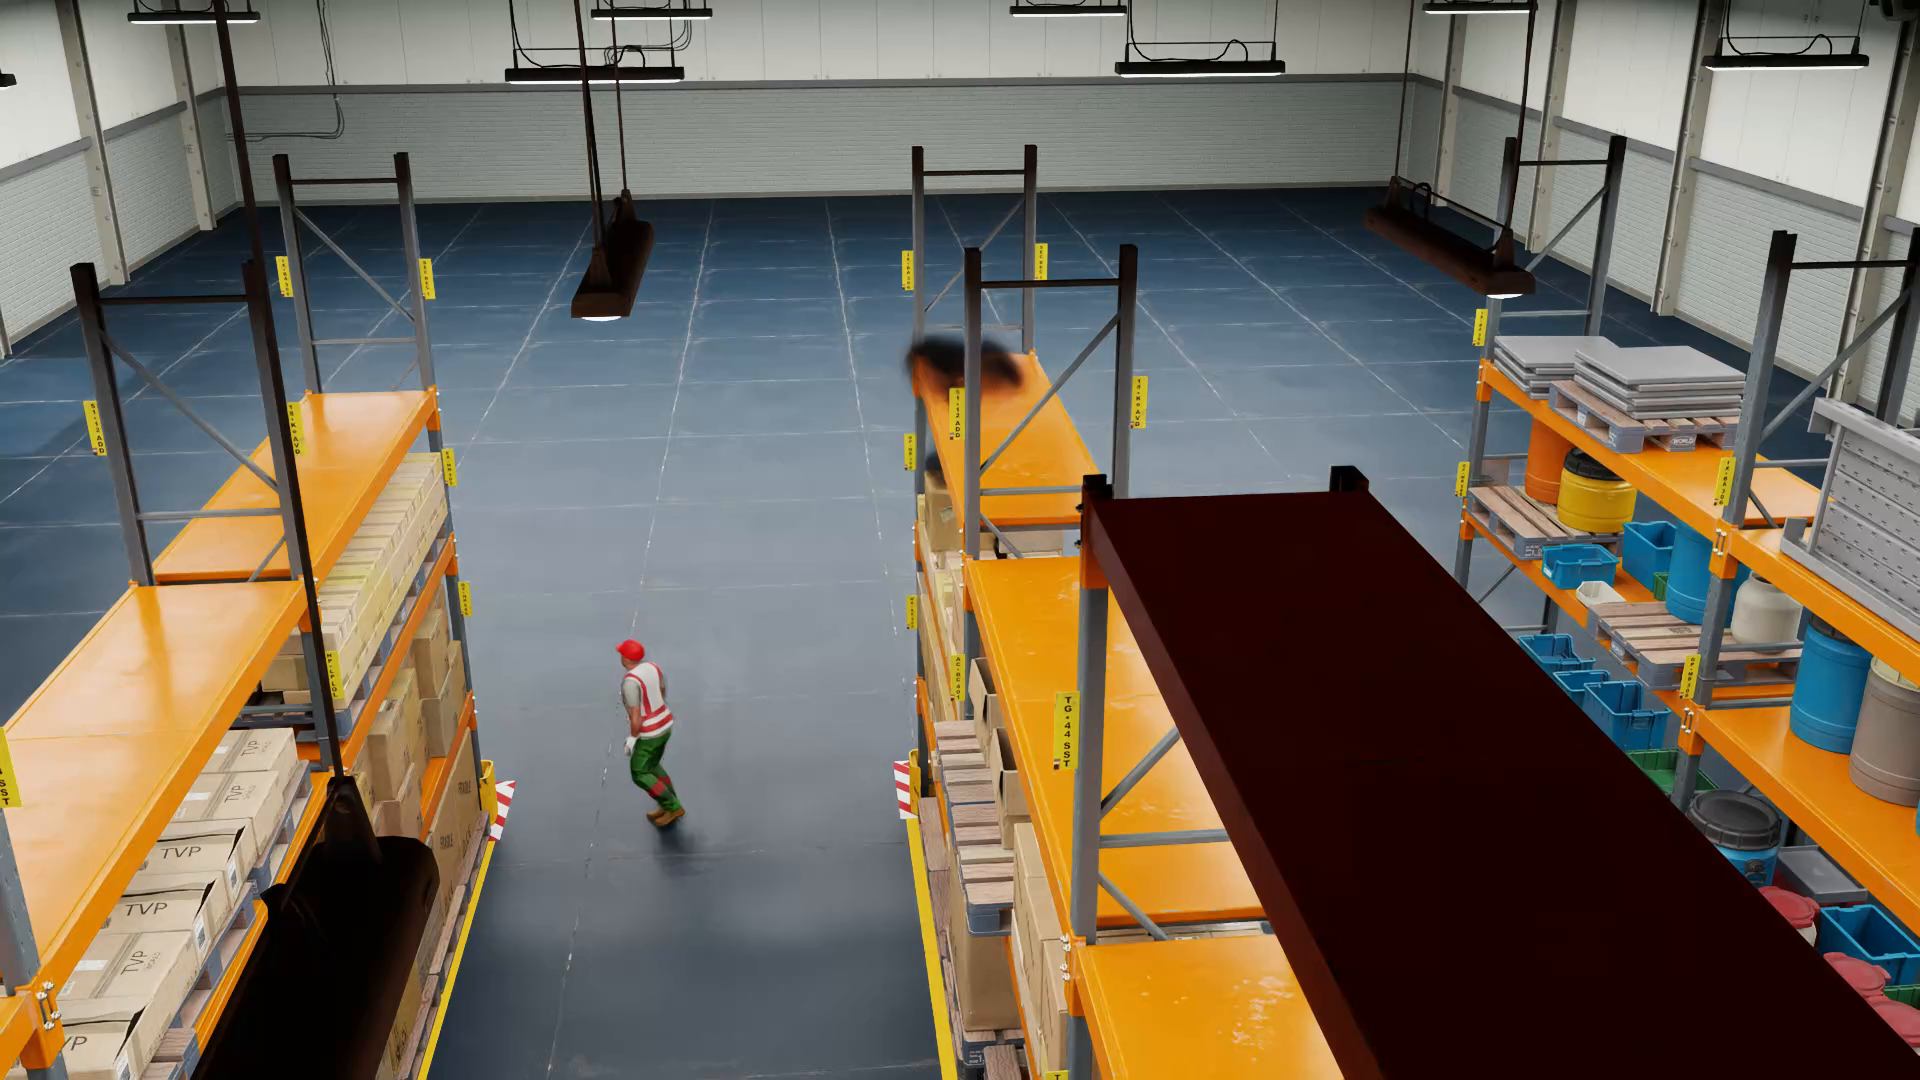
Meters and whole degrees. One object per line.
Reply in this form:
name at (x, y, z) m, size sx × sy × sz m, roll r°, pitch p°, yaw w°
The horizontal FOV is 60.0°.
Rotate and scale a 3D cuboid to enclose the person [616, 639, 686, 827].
person at (-2.755, 1.719, 14.988) m, size 0.739 × 1.707 × 0.646 m, roll 9°, pitch 23°, yaw 22°
